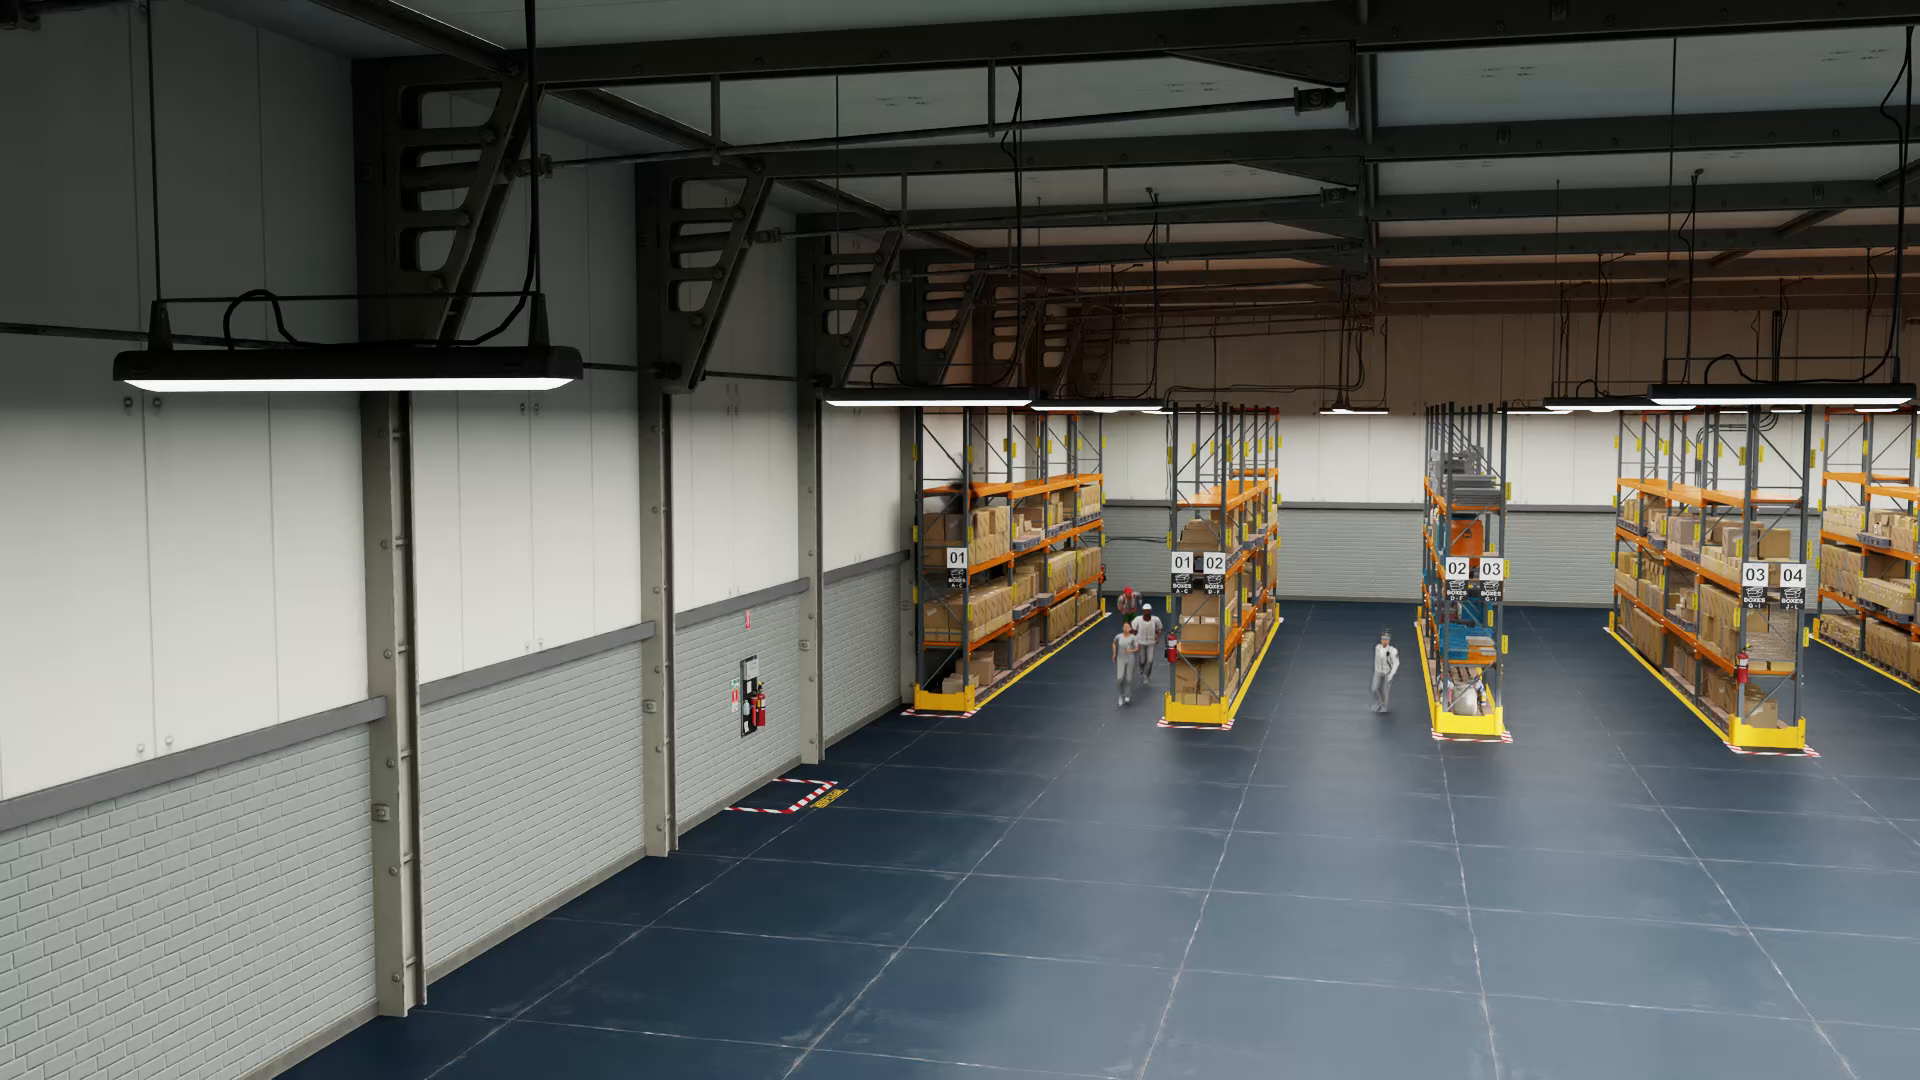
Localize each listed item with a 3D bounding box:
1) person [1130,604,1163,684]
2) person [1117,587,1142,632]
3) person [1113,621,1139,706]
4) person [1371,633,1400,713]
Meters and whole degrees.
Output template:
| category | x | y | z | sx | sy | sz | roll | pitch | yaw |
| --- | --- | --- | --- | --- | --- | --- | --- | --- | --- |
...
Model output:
| category | x | y | z | sx | sy | sz | roll | pitch | yaw |
| --- | --- | --- | --- | --- | --- | --- | --- | --- | --- |
| person | 4.035 | 2.226 | 35.937 | 0.715 | 1.720 | 0.643 | 0 | 4 | 2 |
| person | 4.289 | 1.873 | 41.925 | 0.681 | 1.472 | 0.993 | 0 | 4 | 0 |
| person | 3.287 | 2.449 | 33.036 | 0.527 | 1.687 | 0.702 | 1 | 4 | 7 |
| person | 8.166 | 2.552 | 31.908 | 0.587 | 1.605 | 0.658 | 3 | 5 | 32 |
